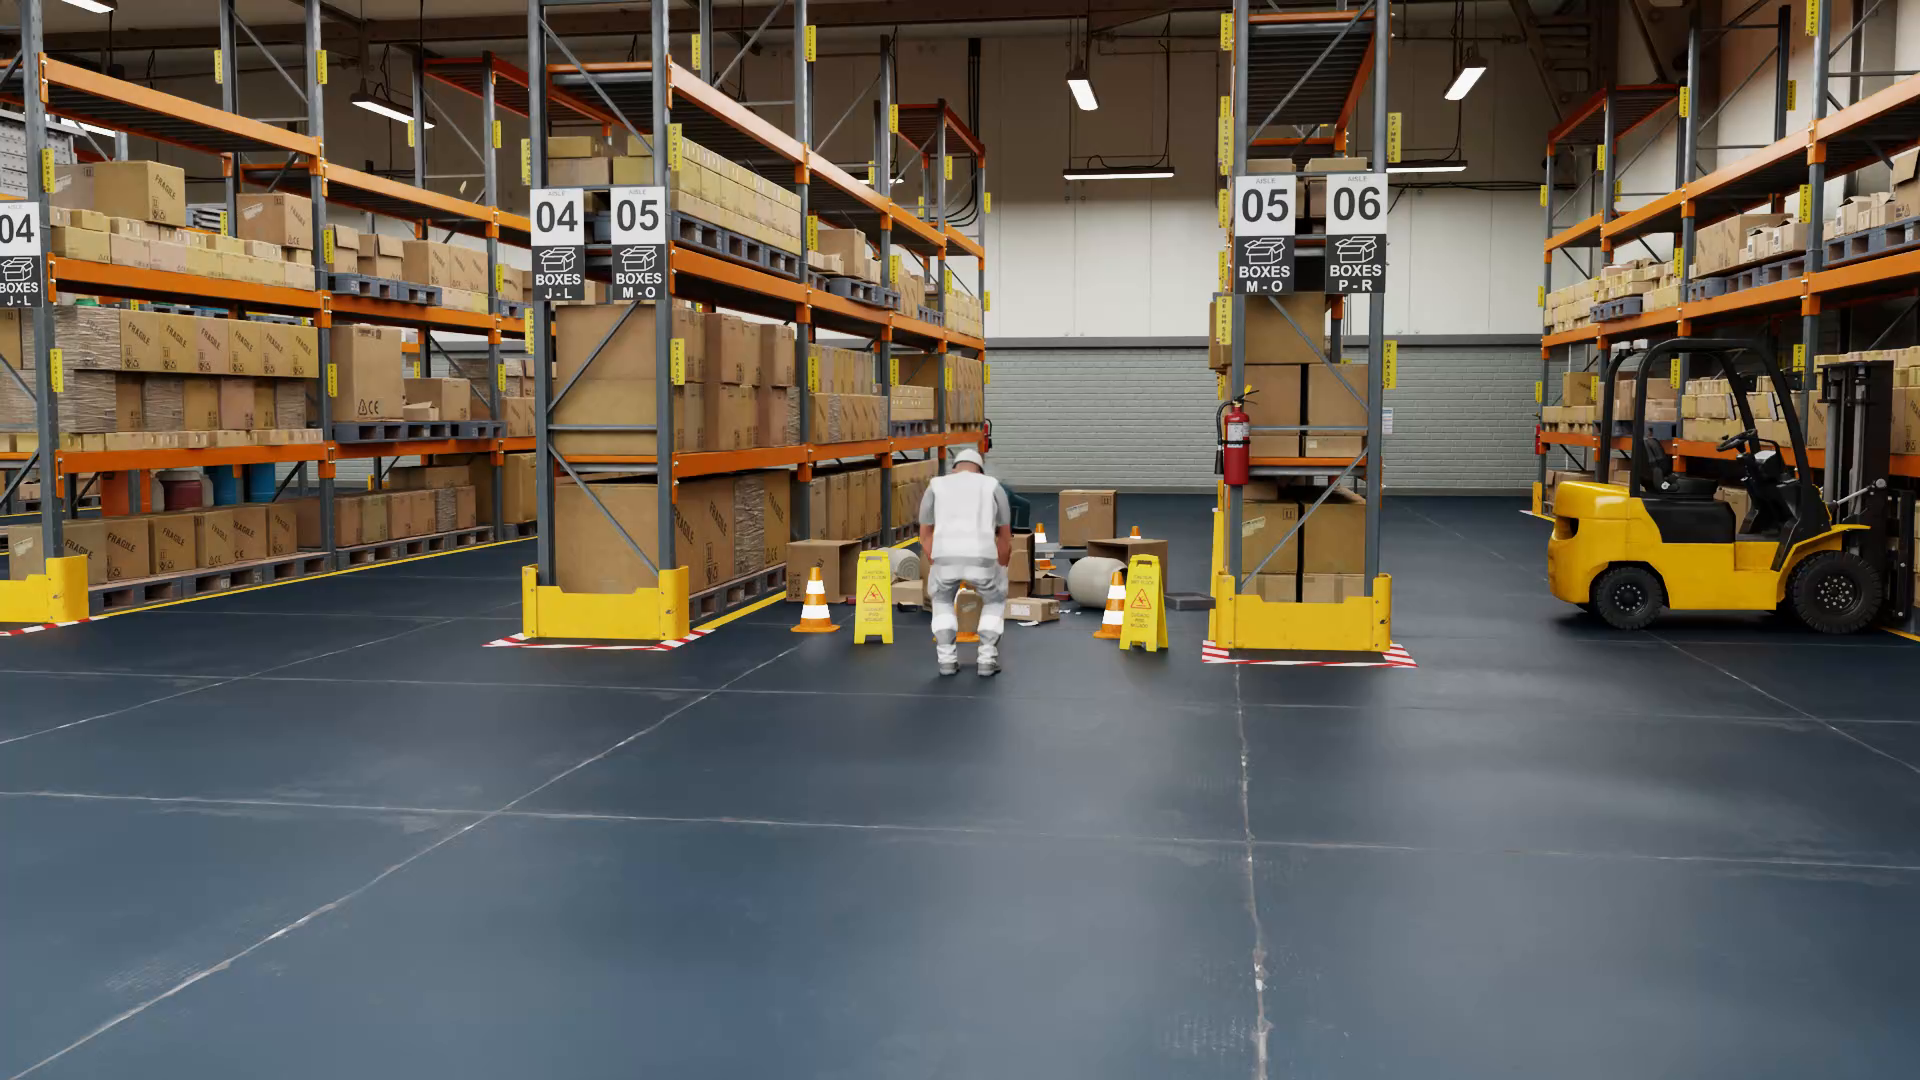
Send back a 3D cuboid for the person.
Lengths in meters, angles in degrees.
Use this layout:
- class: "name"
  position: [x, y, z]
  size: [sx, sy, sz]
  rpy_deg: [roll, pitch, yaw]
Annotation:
- class: "person"
  position: [0.019, 0.130, 10.378]
  size: [0.584, 1.384, 0.780]
  rpy_deg: [1, 4, 9]
